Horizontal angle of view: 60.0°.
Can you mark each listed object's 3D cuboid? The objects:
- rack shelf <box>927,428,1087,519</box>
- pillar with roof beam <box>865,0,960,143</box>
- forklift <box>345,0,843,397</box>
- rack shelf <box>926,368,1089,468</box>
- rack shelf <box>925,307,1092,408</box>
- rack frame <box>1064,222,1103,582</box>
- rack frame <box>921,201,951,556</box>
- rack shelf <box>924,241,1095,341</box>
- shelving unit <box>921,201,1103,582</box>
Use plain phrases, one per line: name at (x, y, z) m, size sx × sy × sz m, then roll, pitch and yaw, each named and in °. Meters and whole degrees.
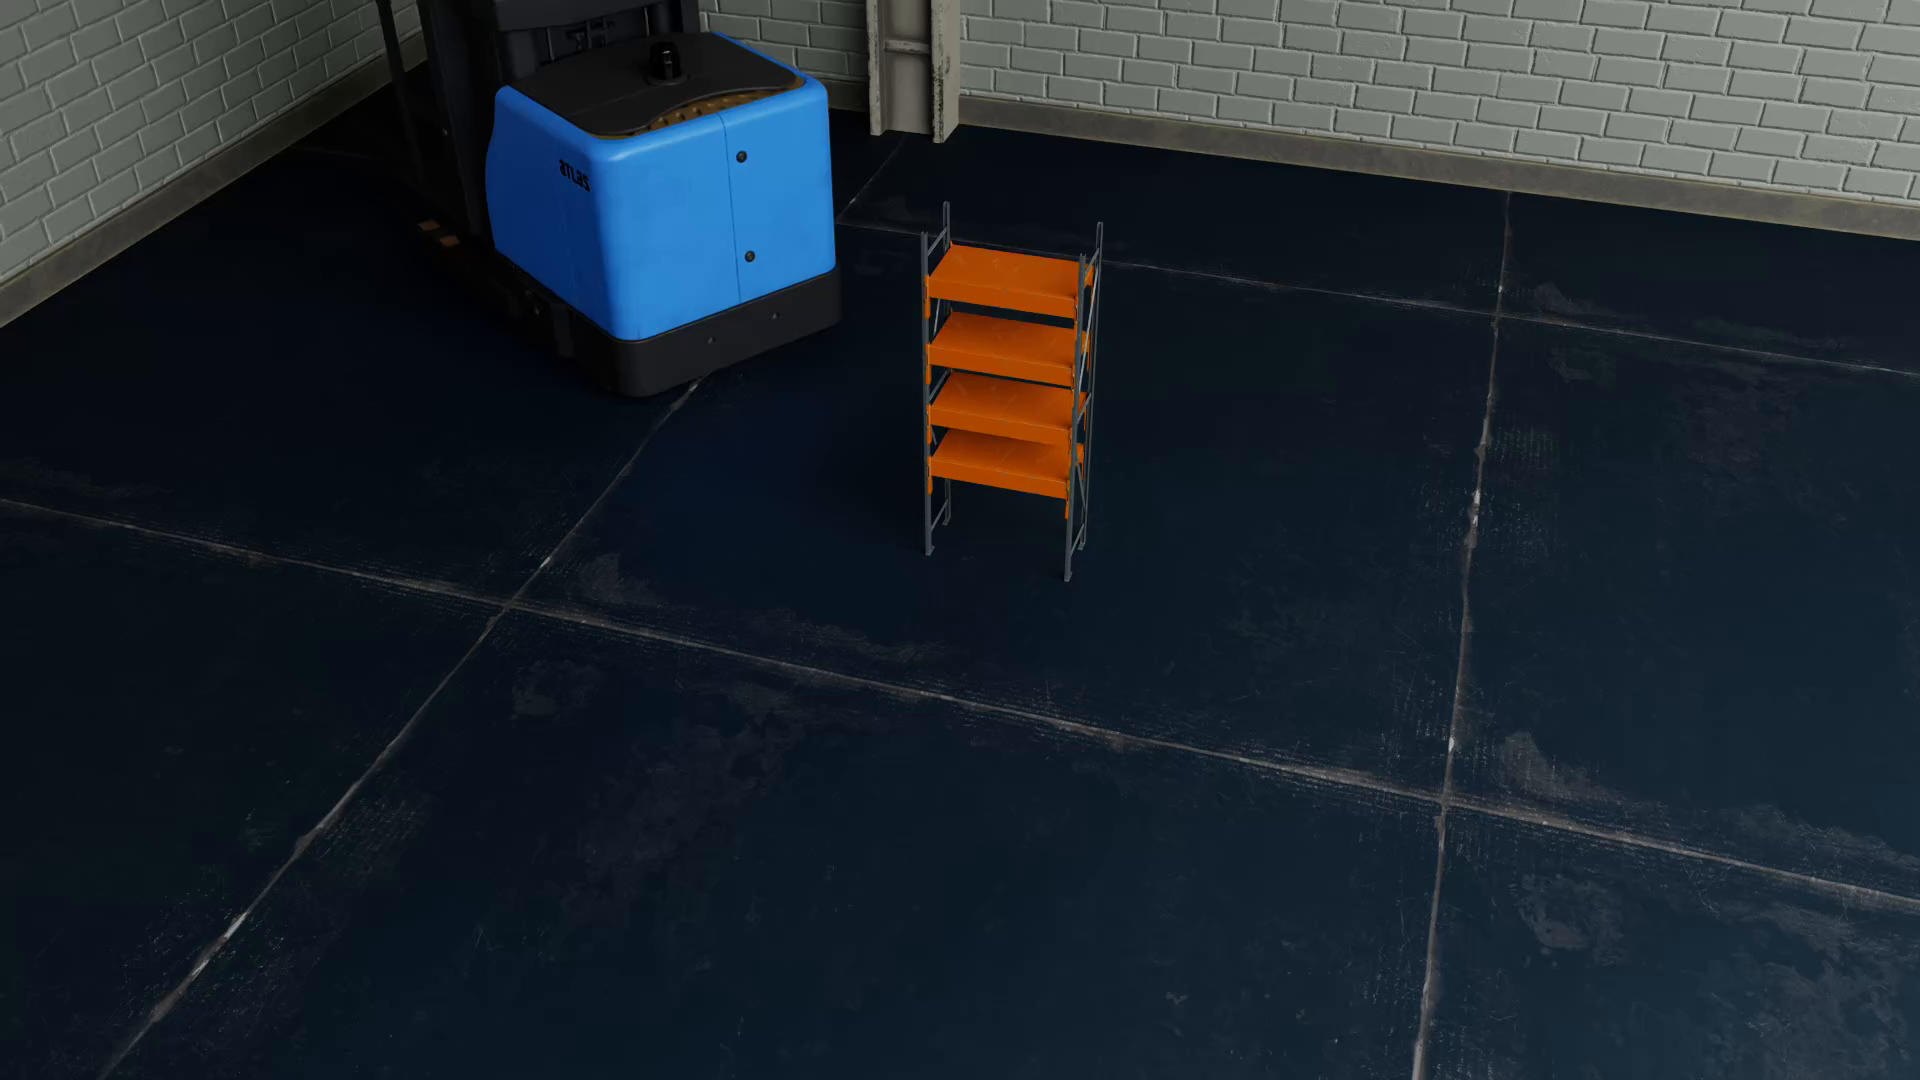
rack shelf at (0.158, -0.240, 5.512) m, size 0.480 × 0.148 × 0.258 m, roll 10°, pitch 38°, yaw 14°
pillar with roof beam at (-1.517, -3.339, 2.695) m, size 0.400 × 9.000 × 9.100 m, roll 10°, pitch 38°, yaw 14°
forklift at (-1.815, -2.532, 6.717) m, size 1.130 × 2.935 × 3.031 m, roll -26°, pitch 44°, yaw -31°
rack shelf at (0.158, -0.400, 5.394) m, size 0.480 × 0.148 × 0.258 m, roll 10°, pitch 38°, yaw 14°
rack shelf at (0.158, -0.580, 5.262) m, size 0.480 × 0.148 × 0.258 m, roll 10°, pitch 38°, yaw 14°
rack frame at (0.391, -0.411, 5.296) m, size 0.015 × 1.200 × 0.240 m, roll 10°, pitch 38°, yaw 14°
rack frame at (-0.075, -0.497, 5.413) m, size 0.015 × 1.200 × 0.240 m, roll 10°, pitch 38°, yaw 14°
rack shelf at (0.158, -0.770, 5.122) m, size 0.480 × 0.148 × 0.258 m, roll 10°, pitch 38°, yaw 14°
shelving unit at (0.158, -0.454, 5.355) m, size 0.503 × 1.200 × 0.258 m, roll 10°, pitch 38°, yaw 14°
